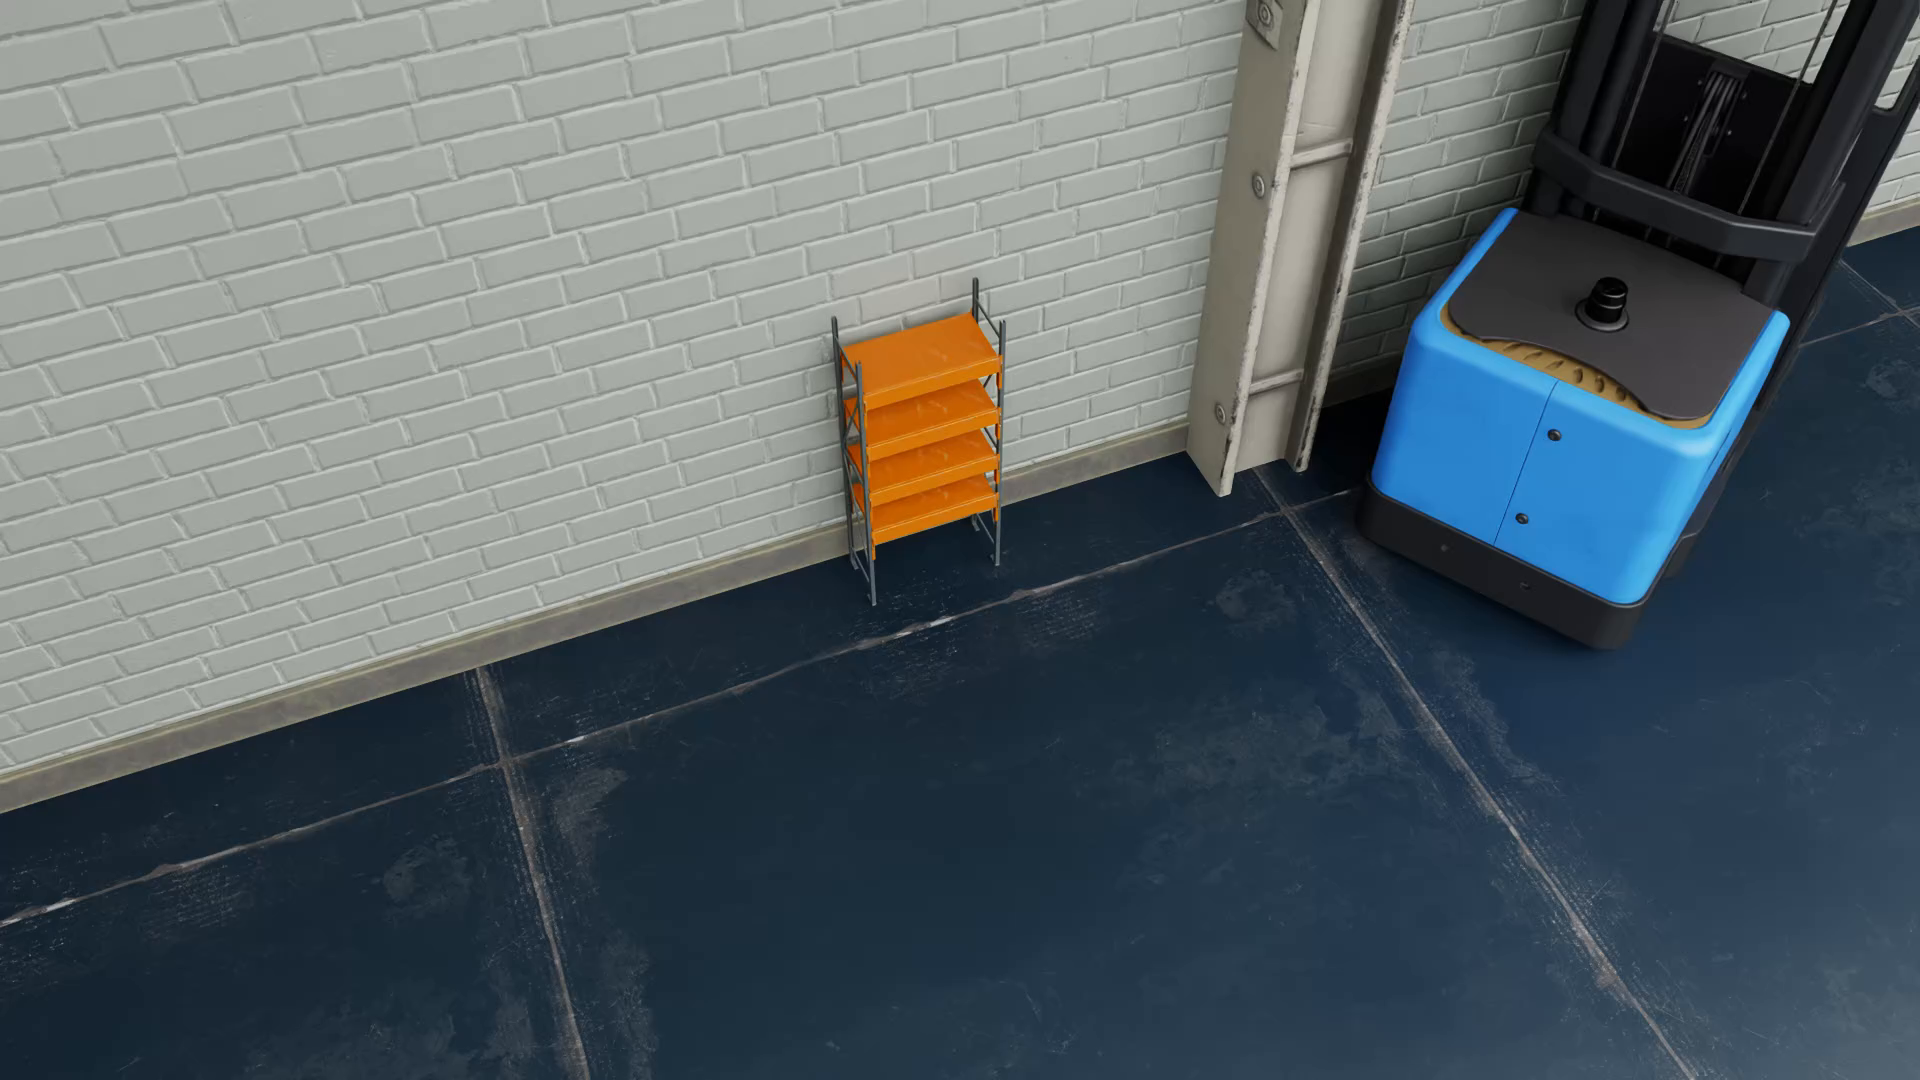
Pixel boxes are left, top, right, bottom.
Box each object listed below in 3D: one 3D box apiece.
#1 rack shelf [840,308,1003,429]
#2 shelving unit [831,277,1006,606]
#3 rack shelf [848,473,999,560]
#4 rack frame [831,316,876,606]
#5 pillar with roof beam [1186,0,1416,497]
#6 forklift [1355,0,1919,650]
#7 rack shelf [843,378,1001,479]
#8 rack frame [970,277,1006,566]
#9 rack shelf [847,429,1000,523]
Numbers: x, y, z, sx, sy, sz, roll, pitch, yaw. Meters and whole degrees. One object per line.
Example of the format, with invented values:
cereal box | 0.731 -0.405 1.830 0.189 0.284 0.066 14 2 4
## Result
rack shelf | -0.132 -0.563 5.424 0.480 0.148 0.258 -18 52 -15
shelving unit | -0.132 -0.307 5.722 0.503 1.200 0.258 -18 52 -15
rack shelf | -0.132 -0.134 5.924 0.480 0.148 0.258 -18 52 -15
rack frame | -0.357 -0.235 5.661 0.015 1.200 0.240 -18 52 -15
pillar with roof beam | 2.747 -0.238 0.523 0.400 9.000 9.100 -17 52 -14
forklift | 2.743 -1.656 5.740 1.130 2.935 3.031 29 55 22
rack shelf | -0.132 -0.409 5.604 0.480 0.148 0.258 -18 52 -15
rack frame | 0.093 -0.378 5.784 0.015 1.200 0.240 -18 52 -15
rack shelf | -0.132 -0.263 5.773 0.480 0.148 0.258 -18 52 -15
